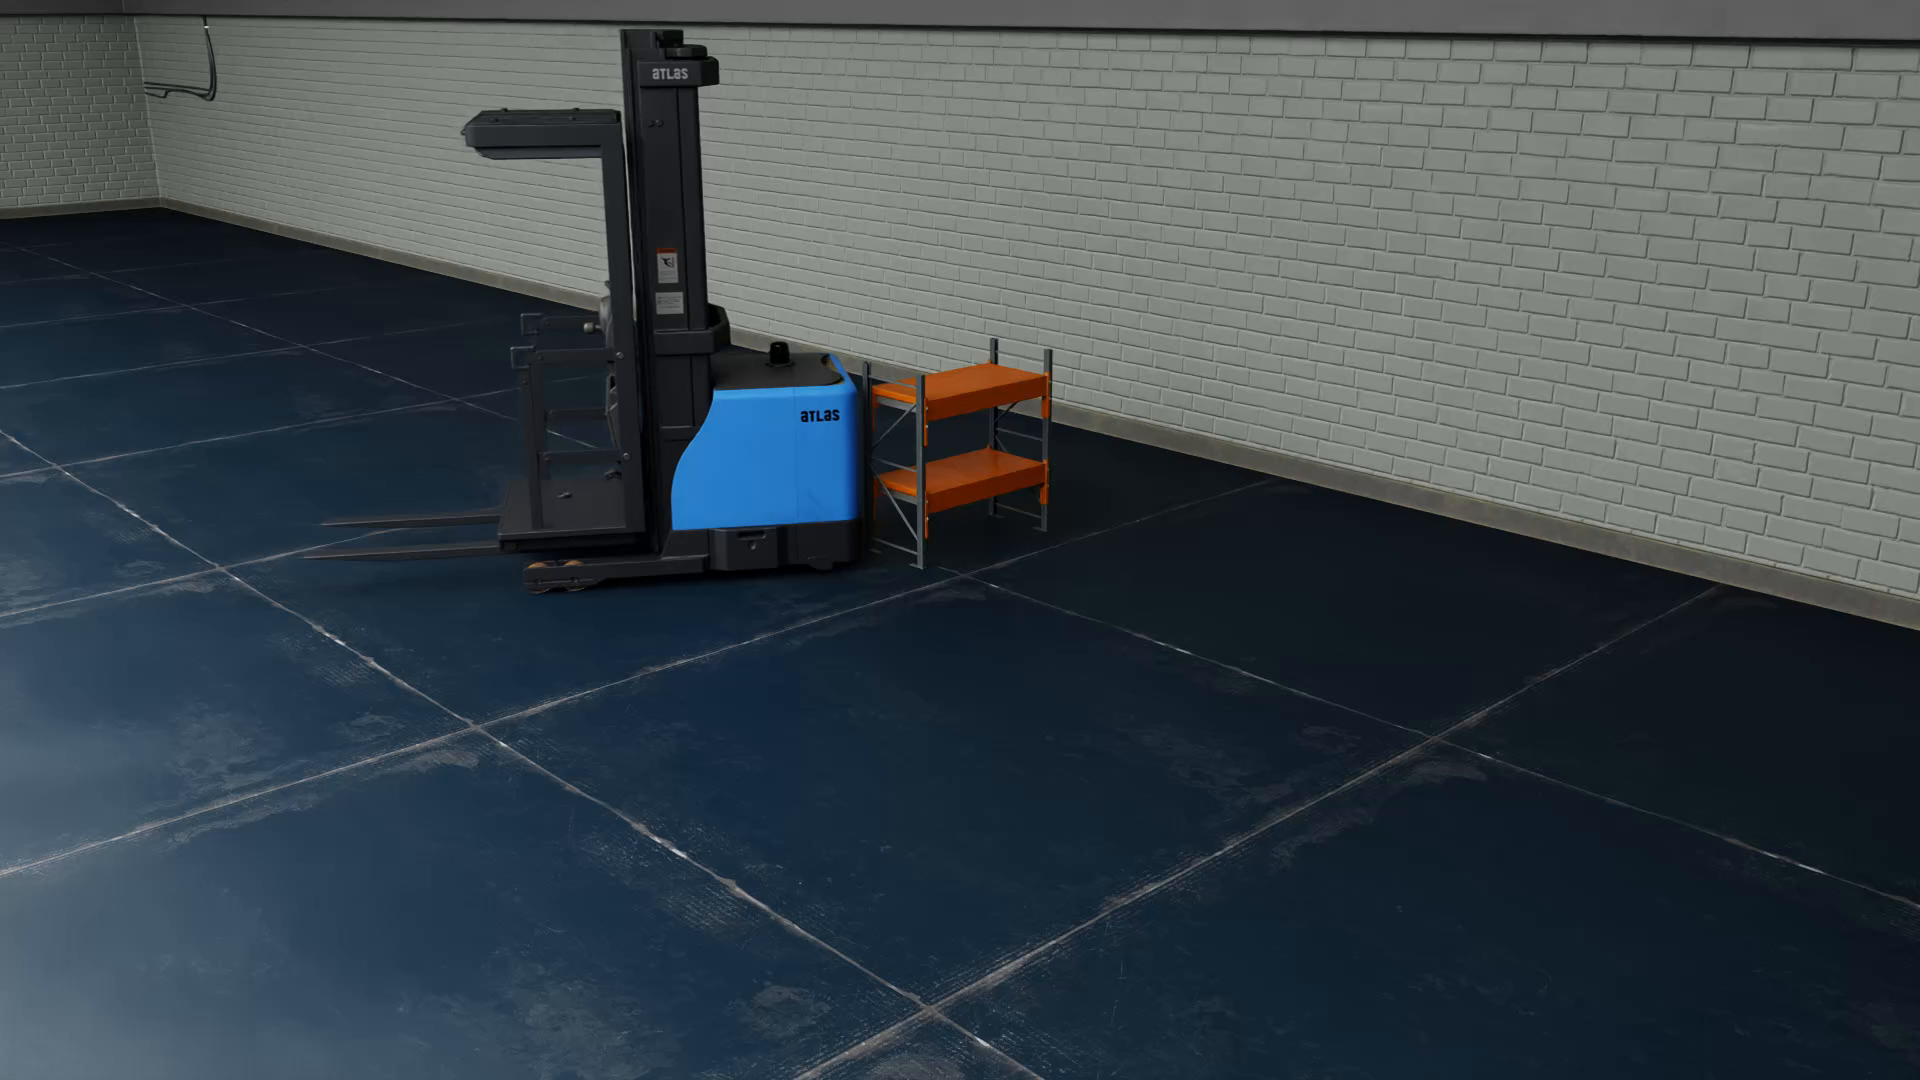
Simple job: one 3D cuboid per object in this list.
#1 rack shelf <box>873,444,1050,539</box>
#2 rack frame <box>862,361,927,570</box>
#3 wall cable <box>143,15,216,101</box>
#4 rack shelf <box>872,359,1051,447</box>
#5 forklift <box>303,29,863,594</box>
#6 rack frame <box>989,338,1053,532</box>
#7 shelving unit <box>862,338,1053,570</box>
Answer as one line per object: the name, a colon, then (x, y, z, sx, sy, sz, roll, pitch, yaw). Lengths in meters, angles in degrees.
rack shelf: (-0.005, -0.301, 9.882, 1.000, 0.278, 0.538, -16, 24, -41)
rack frame: (-0.374, -0.426, 9.475, 0.032, 1.125, 0.500, -16, 24, -41)
wall cable: (-11.579, -7.710, 24.210, 0.112, 2.526, 3.097, -16, 24, -41)
rack shelf: (-0.005, -0.812, 9.717, 1.000, 0.278, 0.538, -16, 24, -41)
forklift: (-2.123, -1.278, 9.175, 3.031, 2.935, 1.130, -3, 18, -11)
rack frame: (0.364, -0.641, 10.139, 0.032, 1.125, 0.500, -16, 24, -41)
shelving unit: (-0.005, -0.534, 9.807, 1.048, 1.125, 0.538, -16, 24, -41)
